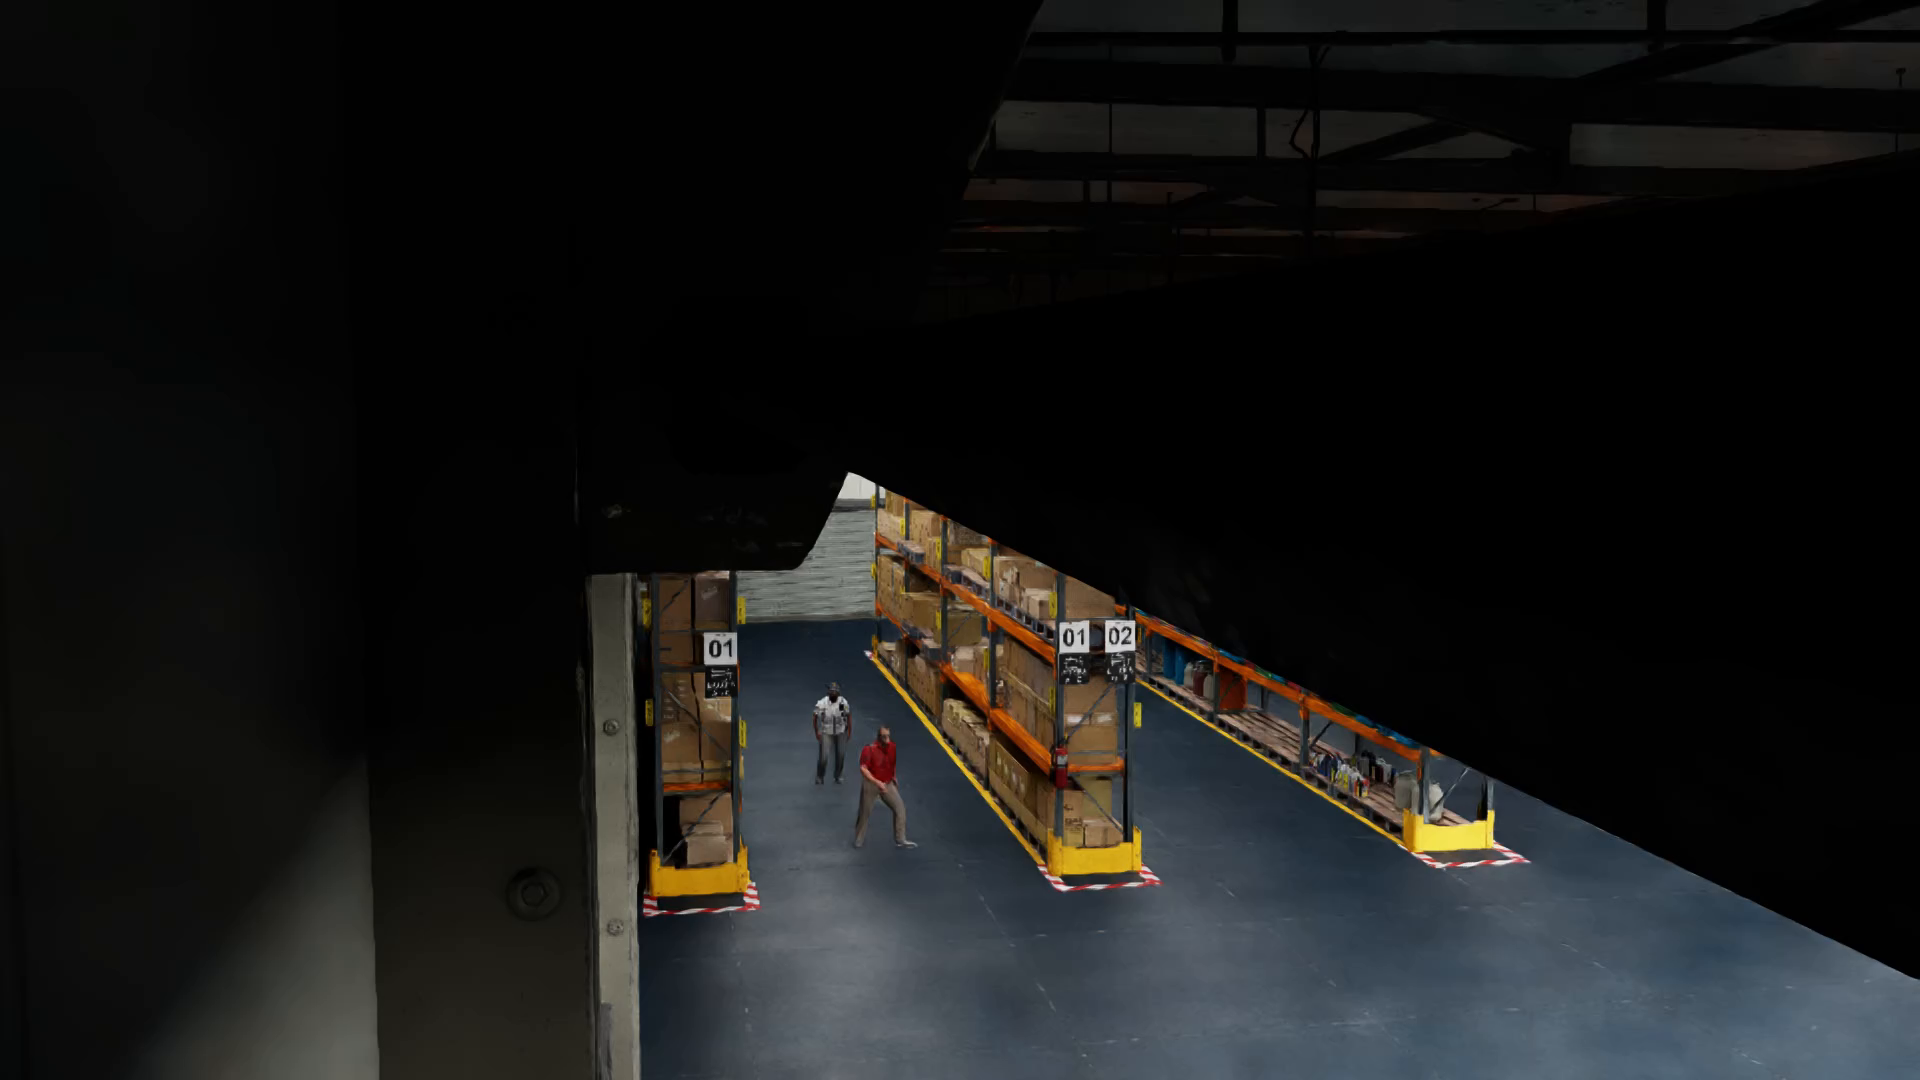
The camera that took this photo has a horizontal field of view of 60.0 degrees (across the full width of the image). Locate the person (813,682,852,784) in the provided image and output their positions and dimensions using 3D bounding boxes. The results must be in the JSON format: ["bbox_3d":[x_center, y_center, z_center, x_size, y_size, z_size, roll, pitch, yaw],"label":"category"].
[{"bbox_3d":[-1.944,2.931,25.325,0.593,1.629,0.522,-1,6,-13],"label":"person"}]

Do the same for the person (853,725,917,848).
[{"bbox_3d":[-1.048,3.243,21.979,0.702,1.669,0.808,-3,7,-30],"label":"person"}]
